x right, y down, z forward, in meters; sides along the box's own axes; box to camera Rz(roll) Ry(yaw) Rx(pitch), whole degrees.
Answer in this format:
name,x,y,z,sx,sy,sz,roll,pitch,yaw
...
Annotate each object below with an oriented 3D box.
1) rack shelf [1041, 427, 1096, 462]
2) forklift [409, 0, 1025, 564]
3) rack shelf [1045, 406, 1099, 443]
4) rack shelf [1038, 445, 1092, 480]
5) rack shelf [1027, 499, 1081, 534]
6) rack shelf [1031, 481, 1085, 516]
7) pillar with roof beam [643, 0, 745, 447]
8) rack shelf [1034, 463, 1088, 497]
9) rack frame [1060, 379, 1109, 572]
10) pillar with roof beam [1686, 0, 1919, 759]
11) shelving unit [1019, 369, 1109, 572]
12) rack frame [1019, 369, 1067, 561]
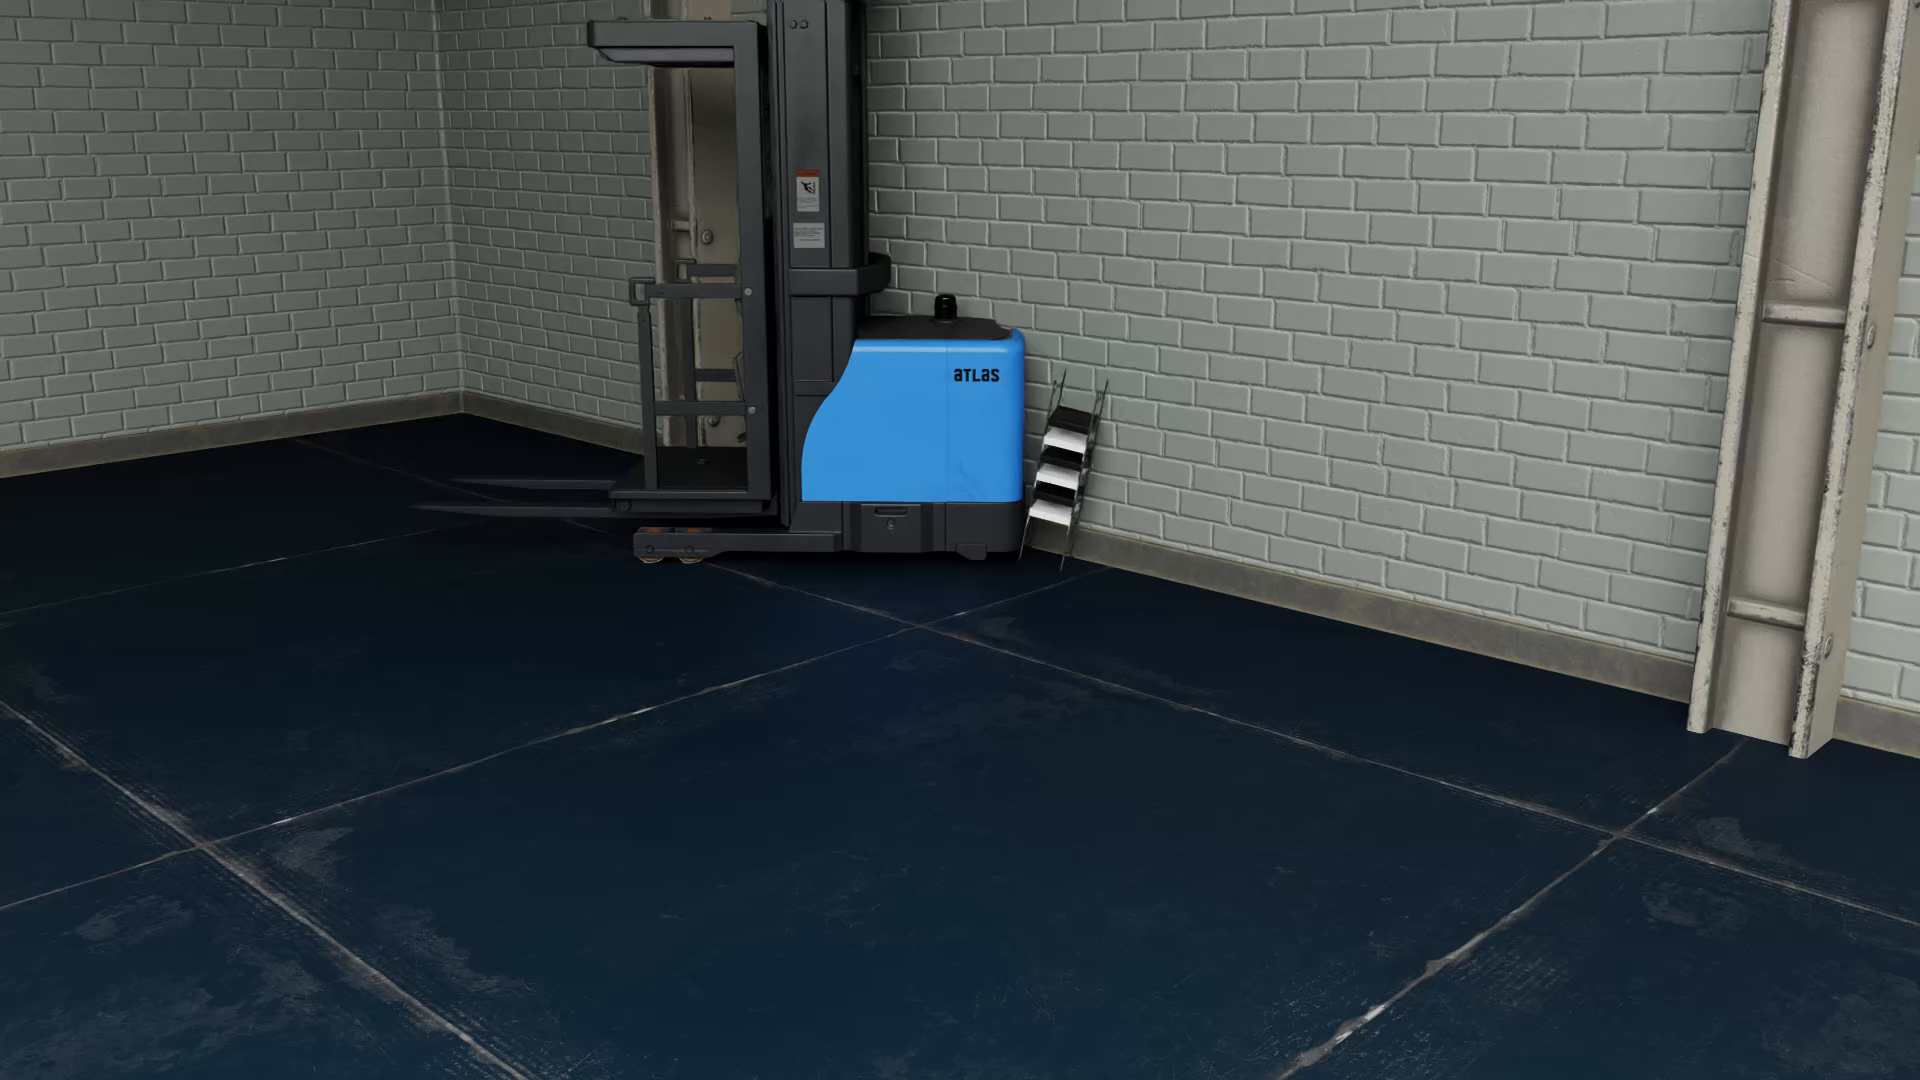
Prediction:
name,x,y,z,sx,sy,sz,roll,pitch,yaw
rack shelf,0.509,-0.459,7.750,0.200,0.077,0.258,15,22,11
forklift,-1.185,-1.436,8.130,3.031,2.935,1.130,1,15,2
rack shelf,0.524,-0.541,7.717,0.200,0.077,0.258,15,22,11
rack shelf,0.494,-0.376,7.783,0.200,0.077,0.258,15,22,11
rack shelf,0.449,-0.130,7.883,0.200,0.077,0.258,15,22,11
rack shelf,0.464,-0.212,7.850,0.200,0.077,0.258,15,22,11
pillar with roof beam,-4.498,-3.948,5.736,0.400,9.000,9.100,14,20,42
rack shelf,0.479,-0.294,7.816,0.200,0.077,0.258,15,22,11
rack frame,0.581,-0.299,7.784,0.006,0.900,0.240,15,22,11
pillar with roof beam,-0.179,-2.898,1.706,0.400,9.000,9.100,14,20,42
shelving unit,0.485,-0.325,7.804,0.210,0.900,0.258,15,22,11
rack frame,0.388,-0.350,7.824,0.006,0.900,0.240,15,22,11
